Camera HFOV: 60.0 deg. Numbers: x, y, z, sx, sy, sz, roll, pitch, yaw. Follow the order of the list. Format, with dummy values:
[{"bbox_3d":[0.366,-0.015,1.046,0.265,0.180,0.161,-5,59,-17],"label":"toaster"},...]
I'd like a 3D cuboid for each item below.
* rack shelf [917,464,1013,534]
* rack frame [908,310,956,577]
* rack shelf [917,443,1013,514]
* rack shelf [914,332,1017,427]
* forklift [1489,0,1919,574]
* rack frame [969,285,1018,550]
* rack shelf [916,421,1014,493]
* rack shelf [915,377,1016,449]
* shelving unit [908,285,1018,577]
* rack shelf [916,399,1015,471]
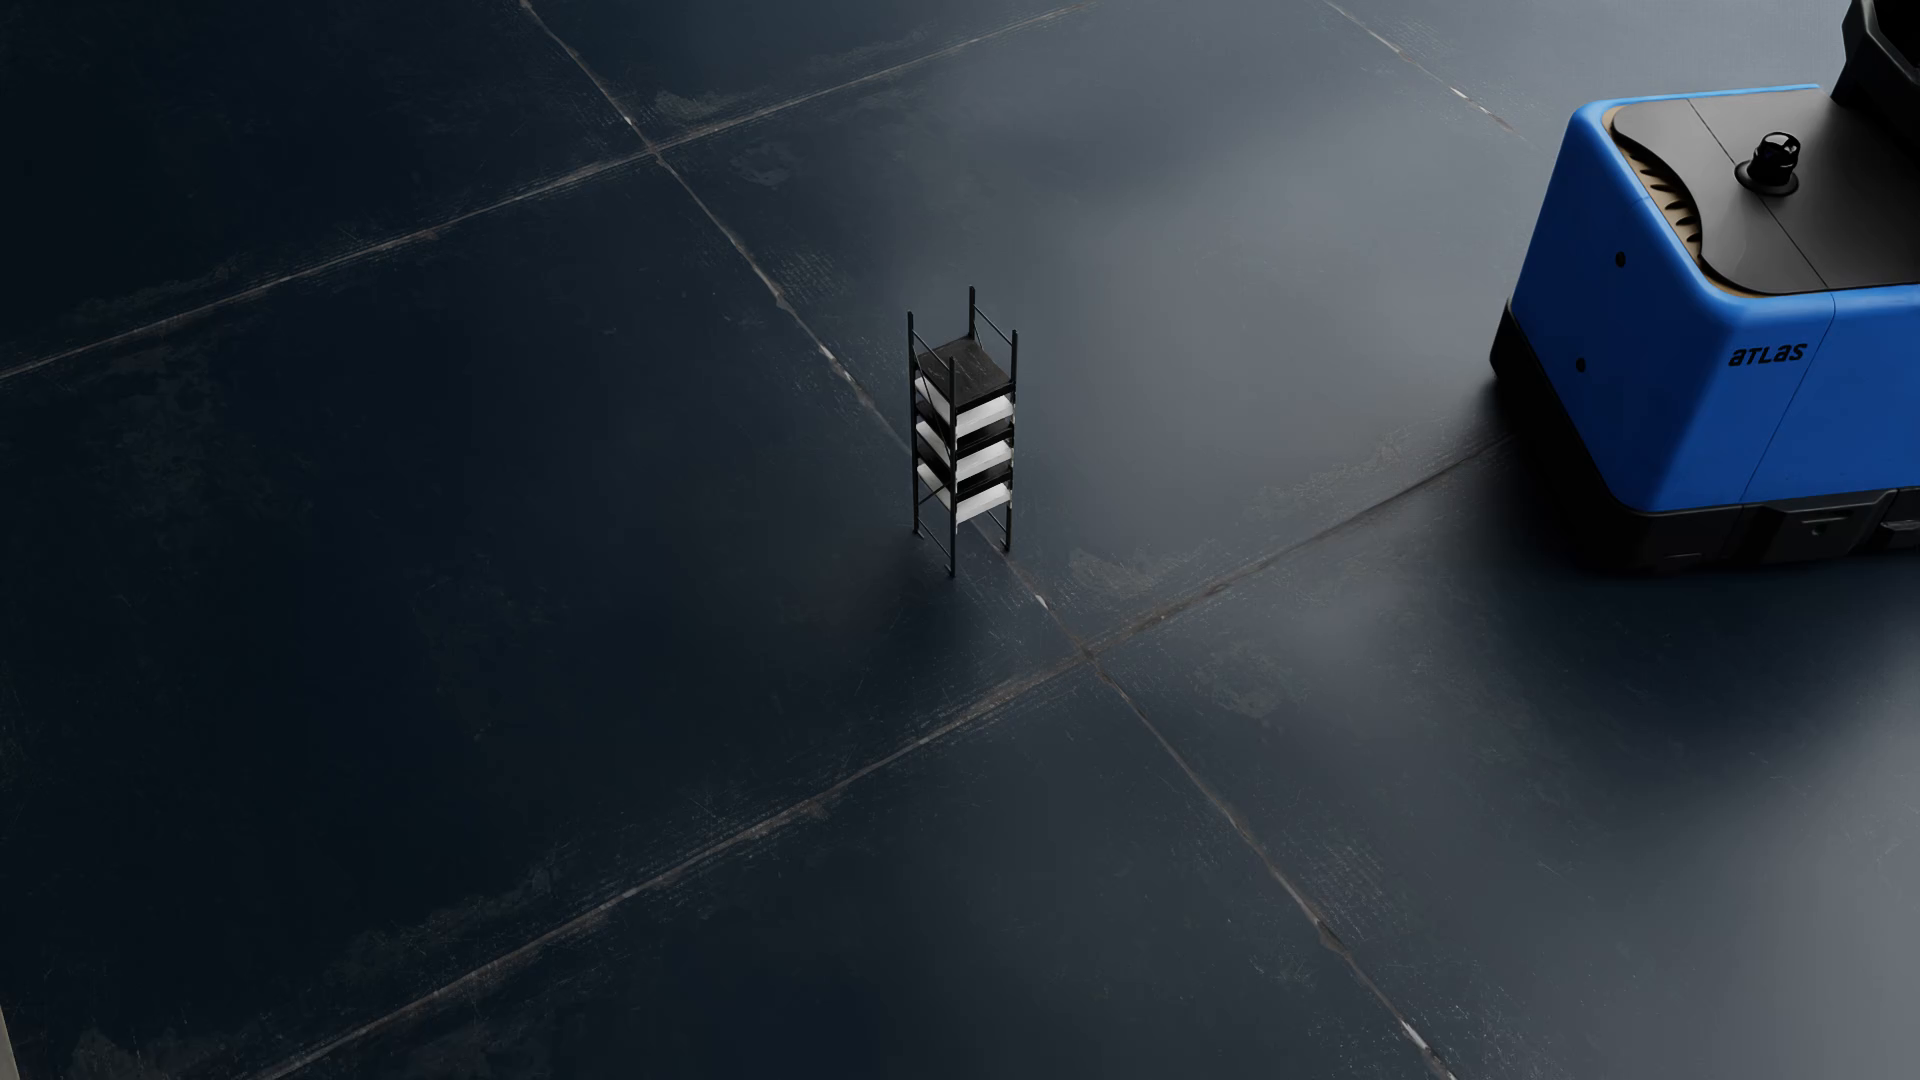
[{"bbox_3d":[0.007,-0.161,5.076,0.200,0.077,0.258,-25,53,-21],"label":"rack shelf"},{"bbox_3d":[-0.079,-0.262,4.881,0.006,0.900,0.240,-25,53,-21],"label":"rack frame"},{"bbox_3d":[0.007,-0.220,5.009,0.200,0.077,0.258,-25,53,-21],"label":"rack shelf"},{"bbox_3d":[0.007,-0.460,4.740,0.200,0.077,0.258,-25,53,-21],"label":"rack shelf"},{"bbox_3d":[3.373,-1.367,4.504,3.031,2.935,1.130,-6,49,-5],"label":"forklift"},{"bbox_3d":[0.093,-0.343,4.953,0.006,0.900,0.240,-25,53,-21],"label":"rack frame"},{"bbox_3d":[0.007,-0.280,4.942,0.200,0.077,0.258,-25,53,-21],"label":"rack shelf"},{"bbox_3d":[0.007,-0.400,4.807,0.200,0.077,0.258,-25,53,-21],"label":"rack shelf"},{"bbox_3d":[0.007,-0.303,4.917,0.210,0.900,0.258,-25,53,-21],"label":"shelving unit"},{"bbox_3d":[0.007,-0.340,4.874,0.200,0.077,0.258,-25,53,-21],"label":"rack shelf"}]
